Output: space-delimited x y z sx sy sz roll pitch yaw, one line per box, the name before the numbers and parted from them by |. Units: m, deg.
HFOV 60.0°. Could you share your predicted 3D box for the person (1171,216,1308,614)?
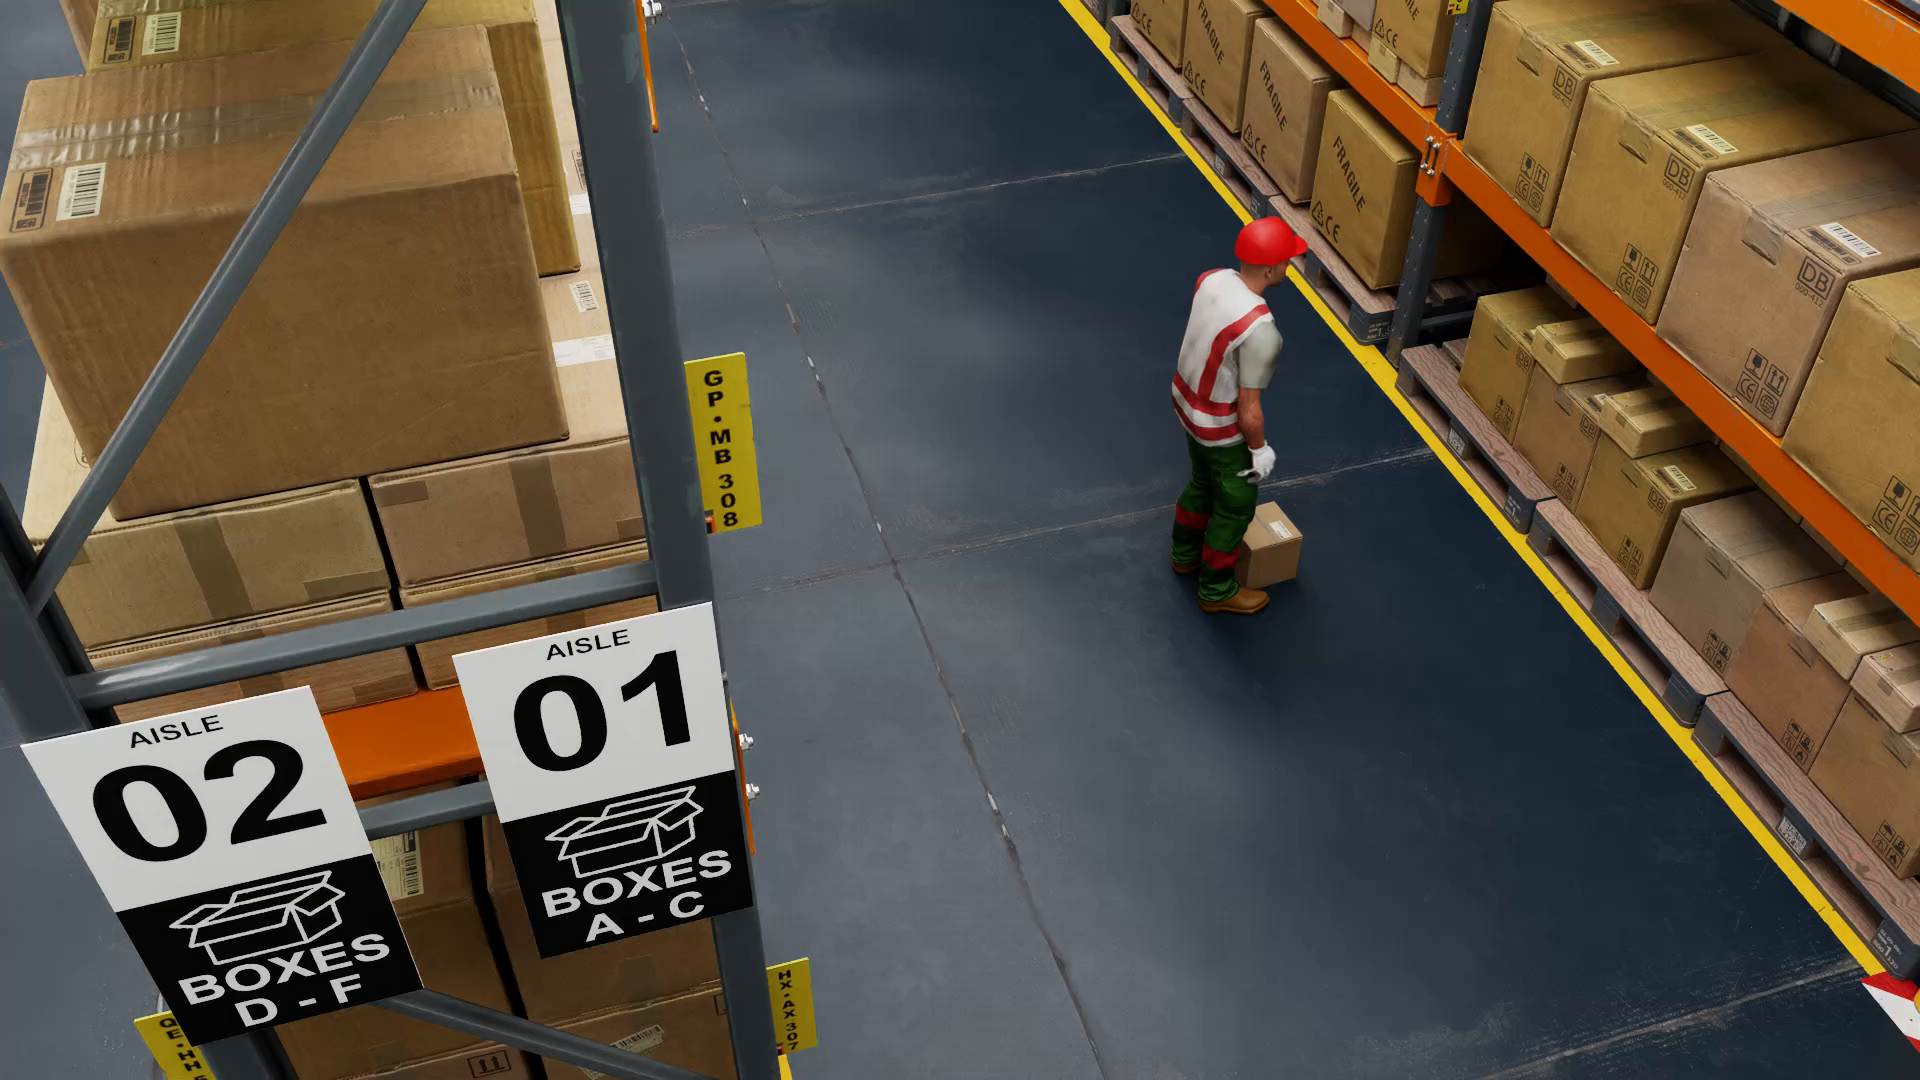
person | 1.091 -0.491 6.697 0.450 1.779 0.608 -12 43 -13
